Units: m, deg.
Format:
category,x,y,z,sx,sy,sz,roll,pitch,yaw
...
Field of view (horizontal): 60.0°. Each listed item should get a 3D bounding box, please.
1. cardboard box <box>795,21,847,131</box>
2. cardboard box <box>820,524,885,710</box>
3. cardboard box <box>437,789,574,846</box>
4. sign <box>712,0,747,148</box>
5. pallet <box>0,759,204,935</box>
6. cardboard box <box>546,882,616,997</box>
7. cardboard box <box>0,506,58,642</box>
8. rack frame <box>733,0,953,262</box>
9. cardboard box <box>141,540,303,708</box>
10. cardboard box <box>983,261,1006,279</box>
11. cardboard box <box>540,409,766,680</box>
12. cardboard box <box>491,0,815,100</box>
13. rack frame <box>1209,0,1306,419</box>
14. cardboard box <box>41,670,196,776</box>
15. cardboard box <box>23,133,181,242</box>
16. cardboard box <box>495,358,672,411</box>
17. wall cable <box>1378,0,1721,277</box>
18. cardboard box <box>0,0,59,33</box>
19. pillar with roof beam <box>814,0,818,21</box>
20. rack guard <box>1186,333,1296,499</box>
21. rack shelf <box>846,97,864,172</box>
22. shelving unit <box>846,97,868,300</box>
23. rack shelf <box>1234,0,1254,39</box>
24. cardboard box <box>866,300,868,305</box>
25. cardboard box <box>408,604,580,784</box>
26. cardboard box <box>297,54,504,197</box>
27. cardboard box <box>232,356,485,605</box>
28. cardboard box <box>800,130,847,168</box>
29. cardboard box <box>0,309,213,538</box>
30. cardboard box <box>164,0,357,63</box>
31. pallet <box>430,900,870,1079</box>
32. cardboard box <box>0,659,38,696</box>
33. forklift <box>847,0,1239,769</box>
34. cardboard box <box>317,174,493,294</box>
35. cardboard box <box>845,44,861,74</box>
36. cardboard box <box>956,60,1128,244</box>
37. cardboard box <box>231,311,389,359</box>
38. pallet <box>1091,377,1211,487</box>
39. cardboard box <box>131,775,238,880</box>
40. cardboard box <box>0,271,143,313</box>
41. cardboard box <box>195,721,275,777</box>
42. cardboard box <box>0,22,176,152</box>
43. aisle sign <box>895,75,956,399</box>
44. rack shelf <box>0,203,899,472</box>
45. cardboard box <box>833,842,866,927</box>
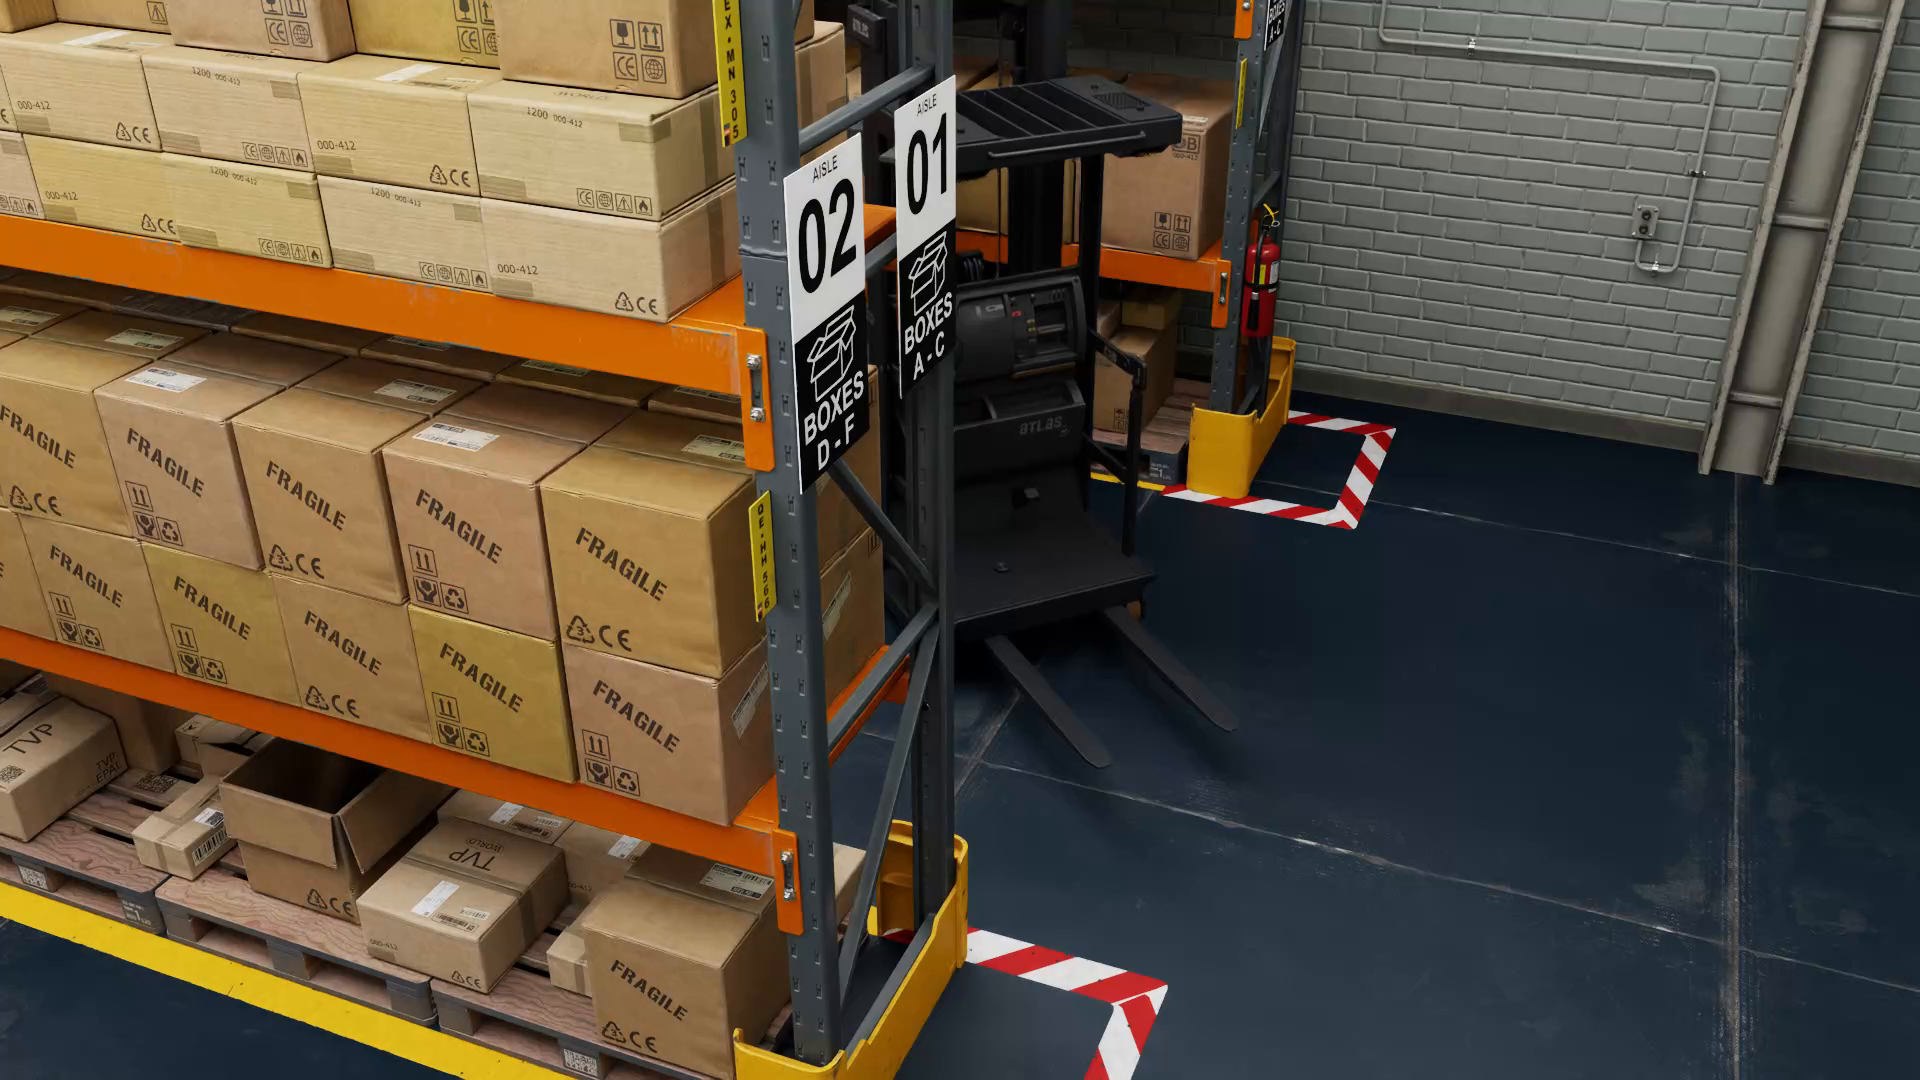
category,x,y,z,sx,sy,sz,roll,pitch,yaw
cardboard box,-0.640,-1.237,4.486,0.500,0.250,0.500,11,31,19
cardboard box,-0.574,0.189,5.265,0.500,0.500,0.500,12,32,20
cardboard box,-1.585,1.026,6.234,0.500,0.250,0.500,11,31,19
sign,-0.489,-1.007,3.535,0.005,0.325,0.100,11,31,19
pallet,-3.332,1.037,6.702,1.213,0.211,1.003,11,31,19
cardboard box,-1.199,1.373,5.705,0.250,0.166,0.380,11,31,19
cardboard box,-3.123,-0.037,5.665,0.500,0.500,0.500,12,32,20
rack frame,-0.261,-2.177,3.456,0.127,3.000,1.000,11,31,19
cardboard box,-2.188,0.150,5.334,0.500,0.500,0.500,11,31,18
cardboard box,0.165,-1.540,9.880,0.250,0.149,0.380,12,32,20
cardboard box,-0.777,-0.001,4.585,0.500,0.500,0.500,11,31,19
cardboard box,-0.744,-1.437,4.078,0.500,0.500,0.700,11,31,19
rack frame,1.598,-1.824,8.929,0.127,3.000,1.000,11,31,19
cardboard box,-3.333,0.568,6.790,0.500,0.500,0.500,11,31,19
cardboard box,-2.221,-1.064,4.688,0.500,0.250,0.500,11,31,19
cardboard box,-1.061,-0.339,5.184,0.500,0.500,0.500,12,31,20
wall cable,3.140,-2.461,9.023,1.851,1.984,0.084,11,31,19
cardboard box,-2.627,-1.770,4.667,0.500,0.500,0.700,11,31,19
pillar with roof beam,-2.754,-3.478,5.758,0.400,9.000,9.100,11,31,19
rack guard,1.620,-0.732,9.536,0.348,0.500,1.175,11,31,19
rack shelf,-0.480,-2.003,8.763,0.480,0.518,0.431,13,32,23
shelving unit,-0.477,-1.405,9.099,0.503,2.100,0.431,13,32,23
rack shelf,-0.256,-3.187,9.023,4.000,0.370,1.077,11,31,19
cardboard box,-0.516,-1.283,10.086,0.500,0.500,0.700,12,32,20
cardboard box,-1.261,0.338,5.001,0.500,0.500,0.500,12,31,20
cardboard box,-1.297,-1.094,4.233,0.500,0.250,0.500,11,31,19
cardboard box,-1.728,-0.187,4.916,0.500,0.500,0.500,12,32,20
cardboard box,-0.642,-1.016,4.604,0.500,0.250,0.500,11,31,19
cardboard box,-2.683,-0.378,5.252,0.500,0.500,0.500,10,31,18
cardboard box,-1.679,-1.612,4.387,0.500,0.500,0.700,11,31,19
pallet,-1.071,1.488,5.903,1.213,0.211,1.003,11,31,19
cardboard box,-4.325,0.391,7.103,0.500,0.500,0.500,10,31,17
forklift,0.235,-0.912,7.385,1.130,2.935,3.031,-13,32,-21
cardboard box,-1.296,-0.878,4.358,0.500,0.250,0.500,11,31,19
cardboard box,-0.938,-2.449,9.730,0.700,0.700,0.980,10,31,18
cardboard box,0.443,-2.174,9.243,0.700,0.700,0.980,11,31,19
cardboard box,-1.994,-0.528,5.517,0.500,0.500,0.500,11,31,19
pallet,0.827,-0.722,9.814,1.213,0.211,1.003,11,31,19
cardboard box,-2.855,1.069,6.243,0.250,0.166,0.380,11,31,19
cardboard box,-2.926,-0.715,5.848,0.500,0.500,0.500,11,31,18
cardboard box,-2.638,0.789,6.591,0.500,0.311,0.500,11,31,19
cardboard box,-2.224,-1.278,4.558,0.500,0.250,0.500,11,31,19
aisle sign,-0.088,-0.818,4.507,0.004,0.787,0.394,11,31,19
rack shelf,-2.115,-0.928,5.025,4.000,0.370,1.077,11,31,19
cardboard box,-0.520,1.251,5.939,0.250,0.149,0.380,11,31,19
